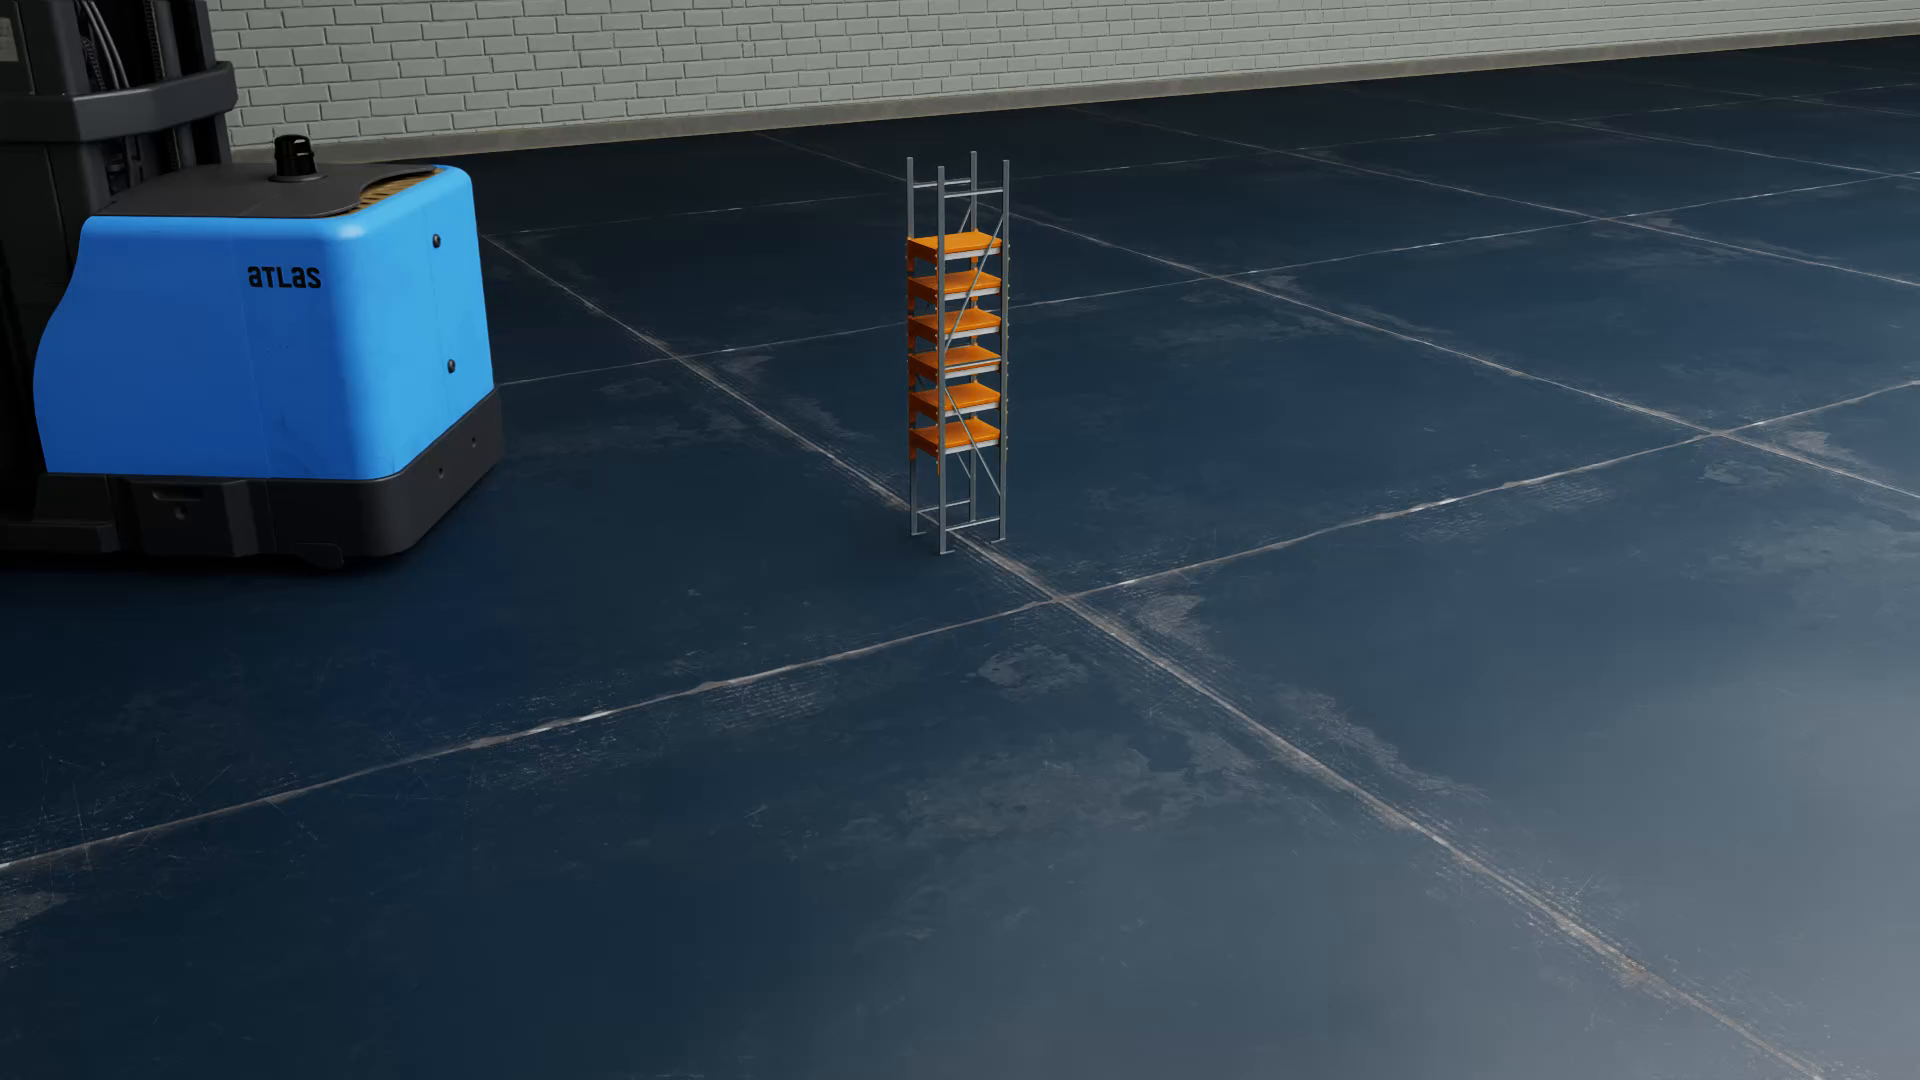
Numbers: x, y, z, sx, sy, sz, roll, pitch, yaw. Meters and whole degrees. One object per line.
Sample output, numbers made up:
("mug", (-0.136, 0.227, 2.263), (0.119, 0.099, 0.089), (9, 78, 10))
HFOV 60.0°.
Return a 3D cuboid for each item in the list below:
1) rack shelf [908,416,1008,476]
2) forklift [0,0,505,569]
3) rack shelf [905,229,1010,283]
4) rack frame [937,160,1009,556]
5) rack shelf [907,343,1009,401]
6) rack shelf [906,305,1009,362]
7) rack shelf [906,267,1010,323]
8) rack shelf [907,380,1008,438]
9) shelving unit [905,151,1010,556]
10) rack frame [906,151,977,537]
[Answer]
("rack shelf", (-0.007, -0.297, 5.204), (0.258, 0.103, 0.180), (-13, 25, -28))
("forklift", (-3.148, -1.476, 5.050), (3.031, 2.935, 1.130), (2, 22, 4))
("rack shelf", (-0.007, -0.853, 4.978), (0.258, 0.103, 0.180), (-13, 25, -28))
("rack frame", (0.039, -0.531, 5.024), (0.240, 1.200, 0.006), (-13, 25, -28))
("rack shelf", (-0.007, -0.519, 5.114), (0.258, 0.103, 0.180), (-13, 25, -28))
("rack shelf", (-0.007, -0.631, 5.069), (0.258, 0.103, 0.180), (-13, 25, -28))
("rack shelf", (-0.007, -0.742, 5.023), (0.258, 0.103, 0.180), (-13, 25, -28))
("rack shelf", (-0.007, -0.408, 5.159), (0.258, 0.103, 0.180), (-13, 25, -28))
("shelving unit", (-0.007, -0.561, 5.097), (0.258, 1.200, 0.189), (-13, 25, -28))
("rack frame", (-0.054, -0.590, 5.170), (0.240, 1.200, 0.006), (-13, 25, -28))
